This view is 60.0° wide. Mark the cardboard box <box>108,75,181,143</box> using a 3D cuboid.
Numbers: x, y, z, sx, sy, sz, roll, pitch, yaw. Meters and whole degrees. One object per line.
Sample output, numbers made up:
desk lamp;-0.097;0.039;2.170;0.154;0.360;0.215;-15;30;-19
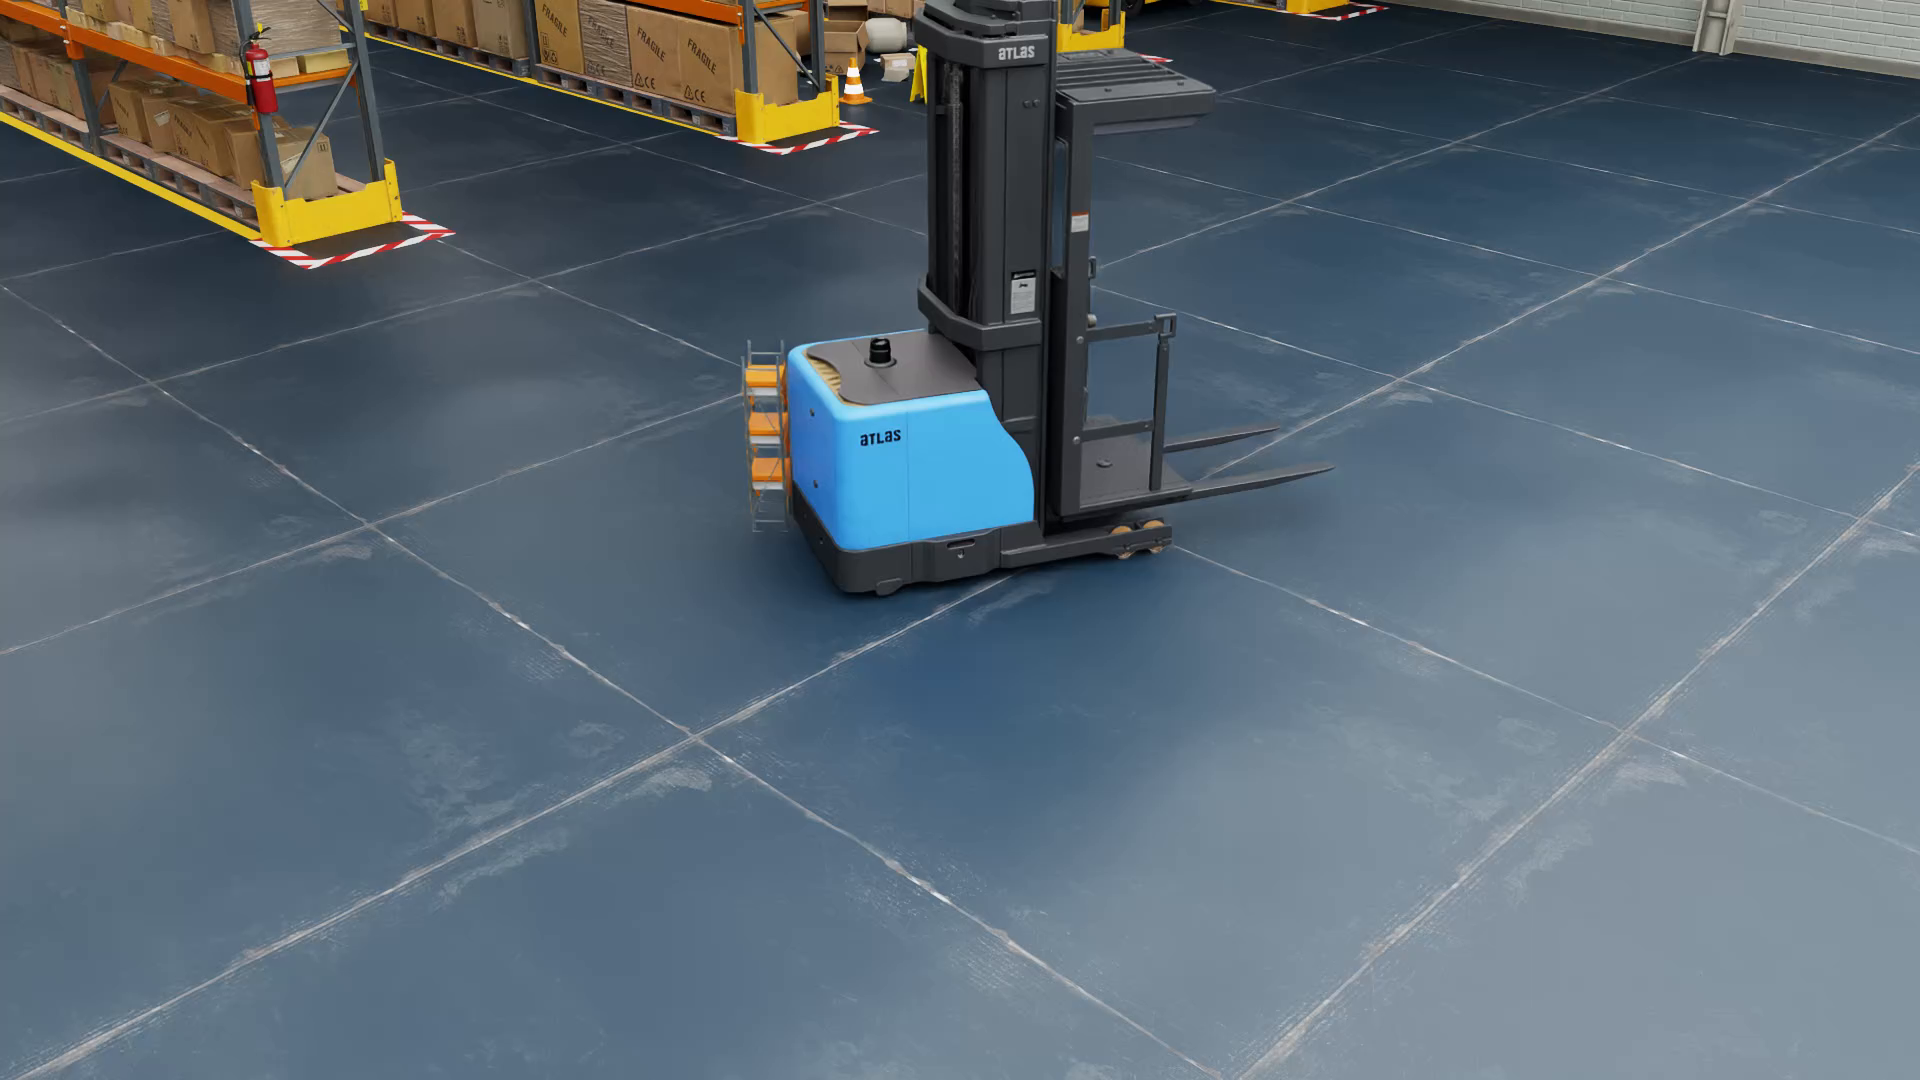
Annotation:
cardboard box;-7.942;-4.226;16.299;0.500;0.500;0.500;23;36;37

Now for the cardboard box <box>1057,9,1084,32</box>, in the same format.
cardboard box;1.219;-6.598;21.078;0.500;0.250;0.500;24;36;38

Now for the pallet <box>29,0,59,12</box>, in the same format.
pallet;-8.643;-5.503;16.699;1.213;0.211;1.003;25;36;38

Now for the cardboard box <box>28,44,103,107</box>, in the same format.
cardboard box;-9.348;-4.931;17.617;0.500;0.500;0.700;21;34;34

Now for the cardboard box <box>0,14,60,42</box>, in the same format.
cardboard box;-10.168;-5.638;18.156;0.500;0.250;0.500;-21;34;-34

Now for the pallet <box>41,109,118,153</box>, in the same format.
pallet;-8.756;-4.310;17.220;1.213;0.211;1.003;25;36;38

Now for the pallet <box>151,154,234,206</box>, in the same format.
pallet;-6.822;-3.451;15.586;1.213;0.211;1.003;25;36;38

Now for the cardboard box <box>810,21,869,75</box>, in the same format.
cardboard box;-1.427;-5.902;19.934;0.637;0.503;0.797;2;28;4

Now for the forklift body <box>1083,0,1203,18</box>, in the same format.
forklift body;2.447;-8.560;23.219;1.214;2.155;2.313;25;36;38

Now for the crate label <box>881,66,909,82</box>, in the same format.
crate label;-0.750;-5.476;19.517;0.298;0.136;0.250;7;29;13

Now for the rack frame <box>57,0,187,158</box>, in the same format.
rack frame;-8.200;-5.290;16.088;0.127;3.000;1.000;25;36;38

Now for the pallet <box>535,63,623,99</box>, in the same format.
pallet;-4.163;-5.395;19.284;1.213;0.211;1.003;25;36;38

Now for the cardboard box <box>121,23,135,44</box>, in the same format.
cardboard box;-7.349;-4.610;15.063;0.250;0.149;0.380;25;36;38

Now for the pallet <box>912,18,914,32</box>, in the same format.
pallet;0.126;-6.740;21.840;1.213;0.211;1.003;25;36;38

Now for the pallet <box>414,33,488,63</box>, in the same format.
pallet;-6.127;-6.294;20.993;1.213;0.211;1.003;25;36;38

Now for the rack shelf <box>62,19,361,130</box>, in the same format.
rack shelf;-6.773;-4.319;15.015;4.000;0.370;1.077;25;36;38

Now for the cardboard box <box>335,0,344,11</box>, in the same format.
cardboard box;-8.155;-7.416;22.366;0.500;0.500;0.500;24;36;38

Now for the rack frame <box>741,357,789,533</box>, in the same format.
rack frame;-1.063;-0.508;9.088;0.200;1.050;0.008;0;28;1

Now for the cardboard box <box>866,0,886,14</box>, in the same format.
cardboard box;-1.020;-7.266;22.349;0.500;0.250;0.500;23;35;36

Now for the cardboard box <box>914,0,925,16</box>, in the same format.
cardboard box;-0.252;-6.923;21.697;0.500;0.250;0.500;24;36;38

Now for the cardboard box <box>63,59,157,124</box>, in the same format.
cardboard box;-8.622;-4.586;16.962;0.500;0.500;0.700;21;34;35

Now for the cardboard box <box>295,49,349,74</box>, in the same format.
cardboard box;-5.383;-4.046;13.992;0.250;0.149;0.380;25;36;38

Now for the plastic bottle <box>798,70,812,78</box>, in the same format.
plastic bottle;-1.801;-5.514;19.671;0.283;0.061;0.133;12;30;22

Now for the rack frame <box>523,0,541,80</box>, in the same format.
rack frame;-4.650;-6.904;19.156;0.127;3.000;1.000;25;36;38

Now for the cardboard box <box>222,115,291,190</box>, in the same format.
cardboard box;-6.231;-3.458;14.838;0.500;0.500;0.500;-15;31;-27

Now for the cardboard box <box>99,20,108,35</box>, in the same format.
cardboard box;-7.705;-4.773;15.373;0.250;0.149;0.380;25;36;38

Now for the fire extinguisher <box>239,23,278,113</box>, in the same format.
fire extinguisher;-5.589;-3.761;13.262;0.183;0.674;0.296;25;36;38

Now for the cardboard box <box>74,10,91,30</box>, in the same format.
cardboard box;-8.088;-4.923;15.660;0.250;0.149;0.380;25;36;38

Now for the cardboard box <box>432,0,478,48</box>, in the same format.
cardboard box;-5.841;-6.582;20.511;0.750;0.750;1.050;25;36;38

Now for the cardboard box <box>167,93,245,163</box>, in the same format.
cardboard box;-7.031;-3.865;15.613;0.500;0.500;0.500;21;34;34

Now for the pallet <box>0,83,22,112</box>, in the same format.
pallet;-10.496;-5.106;18.734;1.213;0.211;1.003;25;36;38

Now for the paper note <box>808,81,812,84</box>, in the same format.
paper note;-1.696;-5.345;19.384;0.144;0.017;0.142;-13;30;-22

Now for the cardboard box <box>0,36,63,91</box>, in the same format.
cardboard box;-10.156;-5.295;18.311;0.500;0.500;0.700;21;34;34

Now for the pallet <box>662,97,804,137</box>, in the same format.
pallet;-2.423;-4.599;17.770;1.213;0.211;1.003;25;36;38

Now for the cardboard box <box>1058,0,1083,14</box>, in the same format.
cardboard box;1.202;-6.937;20.918;0.500;0.500;0.500;23;36;37

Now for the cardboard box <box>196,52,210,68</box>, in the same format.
cardboard box;-6.255;-4.132;14.154;0.250;0.149;0.380;25;36;38

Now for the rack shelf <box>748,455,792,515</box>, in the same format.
rack shelf;-1.060;-0.309;9.330;0.215;0.259;0.240;0;28;1

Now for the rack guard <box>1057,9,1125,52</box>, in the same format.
rack guard;1.546;-6.193;20.490;0.348;0.500;1.175;25;36;38

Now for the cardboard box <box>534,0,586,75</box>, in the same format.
cardboard box;-4.251;-5.921;19.118;0.875;0.875;0.875;-25;36;-38

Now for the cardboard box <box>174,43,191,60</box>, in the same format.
cardboard box;-6.598;-4.301;14.477;0.250;0.149;0.380;25;36;38

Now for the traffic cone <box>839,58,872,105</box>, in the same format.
traffic cone;-1.181;-5.120;18.490;0.334;0.463;0.336;25;36;38

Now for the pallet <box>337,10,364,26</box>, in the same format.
pallet;-8.059;-7.230;22.773;1.213;0.211;1.003;25;36;38

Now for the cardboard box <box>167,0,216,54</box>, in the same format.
cardboard box;-6.161;-4.473;14.107;0.500;0.500;0.875;25;36;38

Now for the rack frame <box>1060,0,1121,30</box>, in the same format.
rack frame;1.601;-7.274;19.861;0.127;3.000;1.000;25;36;38

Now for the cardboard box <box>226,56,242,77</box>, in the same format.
cardboard box;-5.873;-3.980;13.867;0.250;0.149;0.380;25;36;38

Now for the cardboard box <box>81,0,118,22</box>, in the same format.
cardboard box;-7.590;-5.124;15.345;0.500;0.500;0.875;25;36;38

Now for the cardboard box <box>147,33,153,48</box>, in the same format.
cardboard box;-6.968;-4.458;14.775;0.250;0.149;0.380;25;36;38

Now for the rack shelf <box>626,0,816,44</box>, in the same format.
rack shelf;-3.224;-5.933;18.082;4.000;0.370;1.077;25;36;38

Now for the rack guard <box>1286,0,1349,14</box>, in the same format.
rack guard;5.095;-7.808;23.563;0.348;0.500;1.175;25;36;38

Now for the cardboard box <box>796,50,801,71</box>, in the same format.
cardboard box;-2.133;-5.744;19.888;0.396;0.266;0.258;-18;33;-31

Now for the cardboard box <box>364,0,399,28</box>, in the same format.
cardboard box;-7.131;-7.170;21.629;0.750;0.750;1.050;24;36;38

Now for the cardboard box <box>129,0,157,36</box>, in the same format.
cardboard box;-6.835;-4.818;14.762;0.500;0.500;0.875;25;36;38

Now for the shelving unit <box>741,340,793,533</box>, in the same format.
shelving unit;-1.061;-0.565;9.196;0.215;1.050;0.252;0;28;1

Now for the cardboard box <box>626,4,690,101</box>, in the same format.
cardboard box;-2.957;-5.330;17.994;0.875;0.875;0.875;24;36;38

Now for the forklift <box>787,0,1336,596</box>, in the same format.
forklift;0.632;-1.422;8.805;3.031;2.935;1.130;-10;29;-18

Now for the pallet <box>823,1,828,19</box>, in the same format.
pallet;-1.808;-7.599;23.474;1.213;0.211;1.003;25;36;38
